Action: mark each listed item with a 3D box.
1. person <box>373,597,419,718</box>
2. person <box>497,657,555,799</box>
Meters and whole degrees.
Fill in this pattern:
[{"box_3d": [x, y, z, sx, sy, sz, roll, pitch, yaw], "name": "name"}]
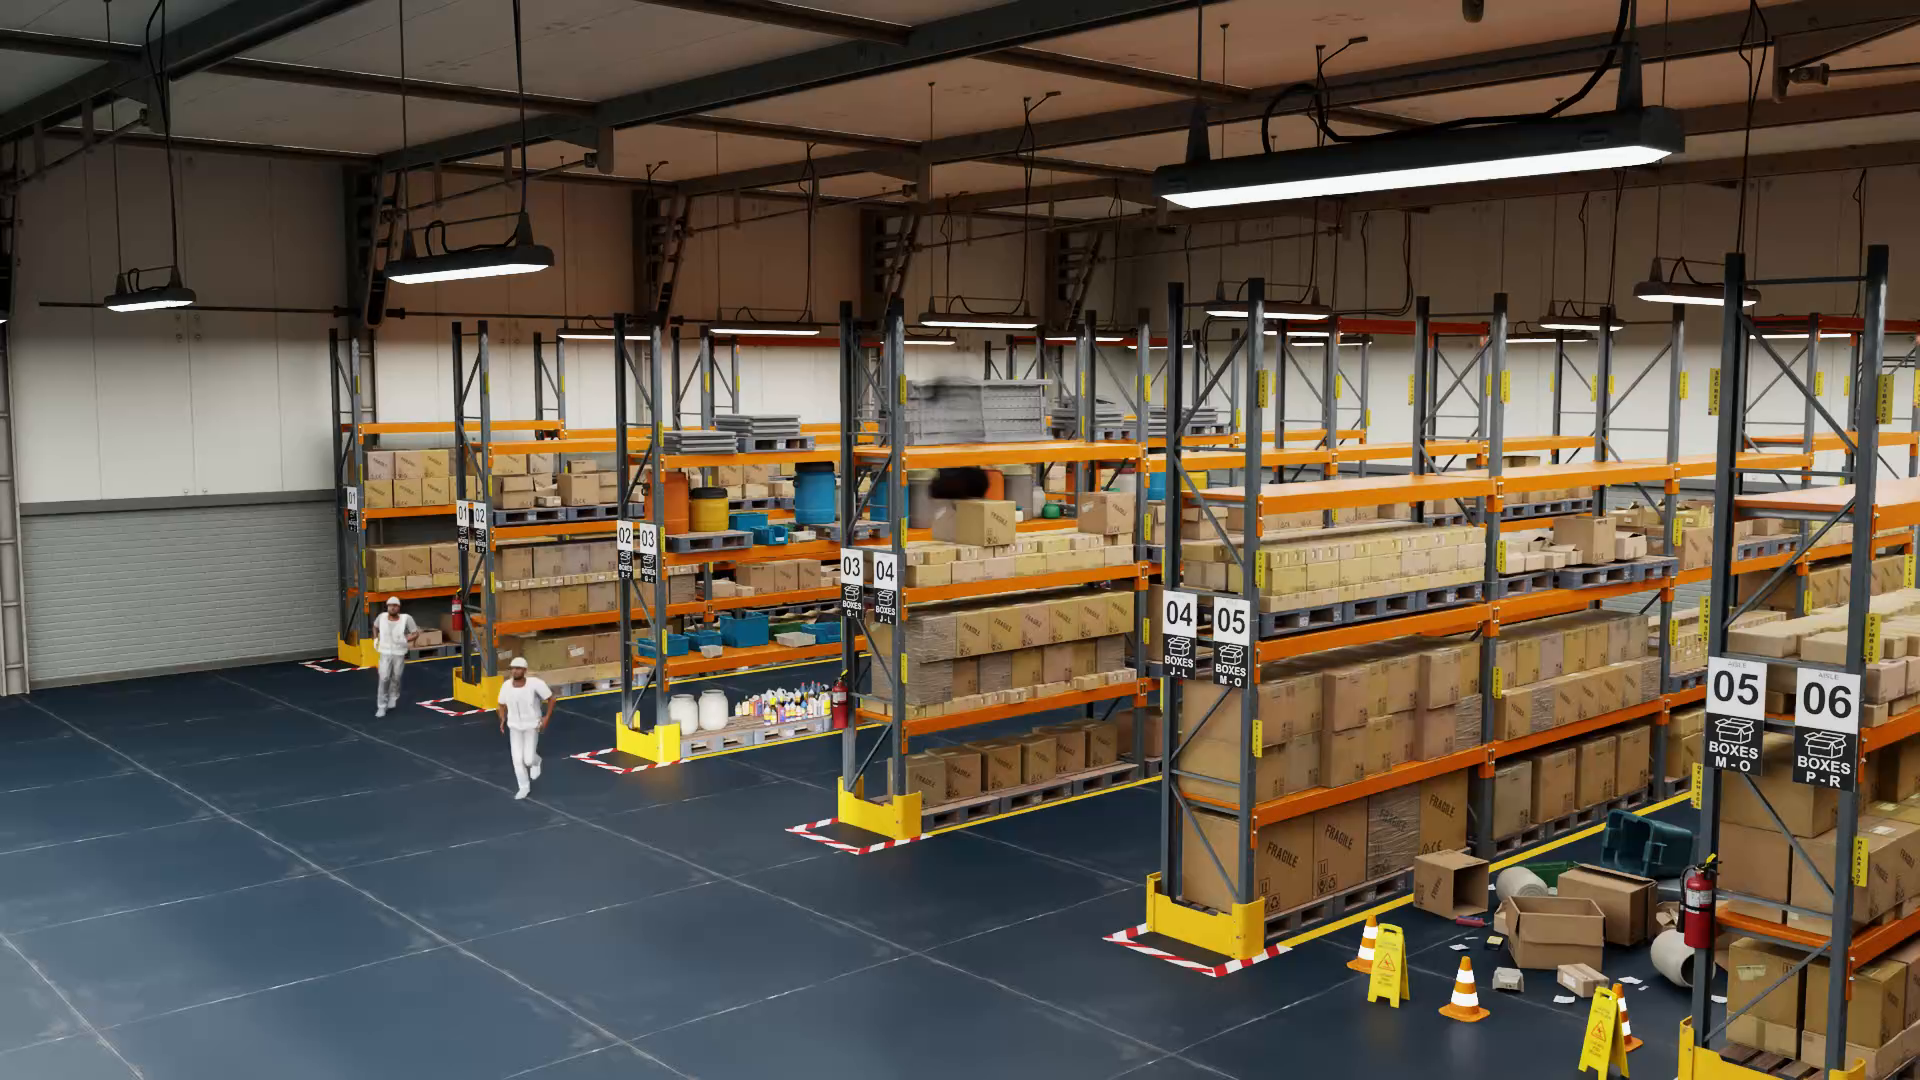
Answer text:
[{"box_3d": [-8.640, 1.766, 25.506, 0.676, 1.835, 0.777, -1, 6, -14], "name": "person"}, {"box_3d": [-5.353, 2.292, 20.516, 0.705, 1.743, 0.654, 0, 6, 5], "name": "person"}]
